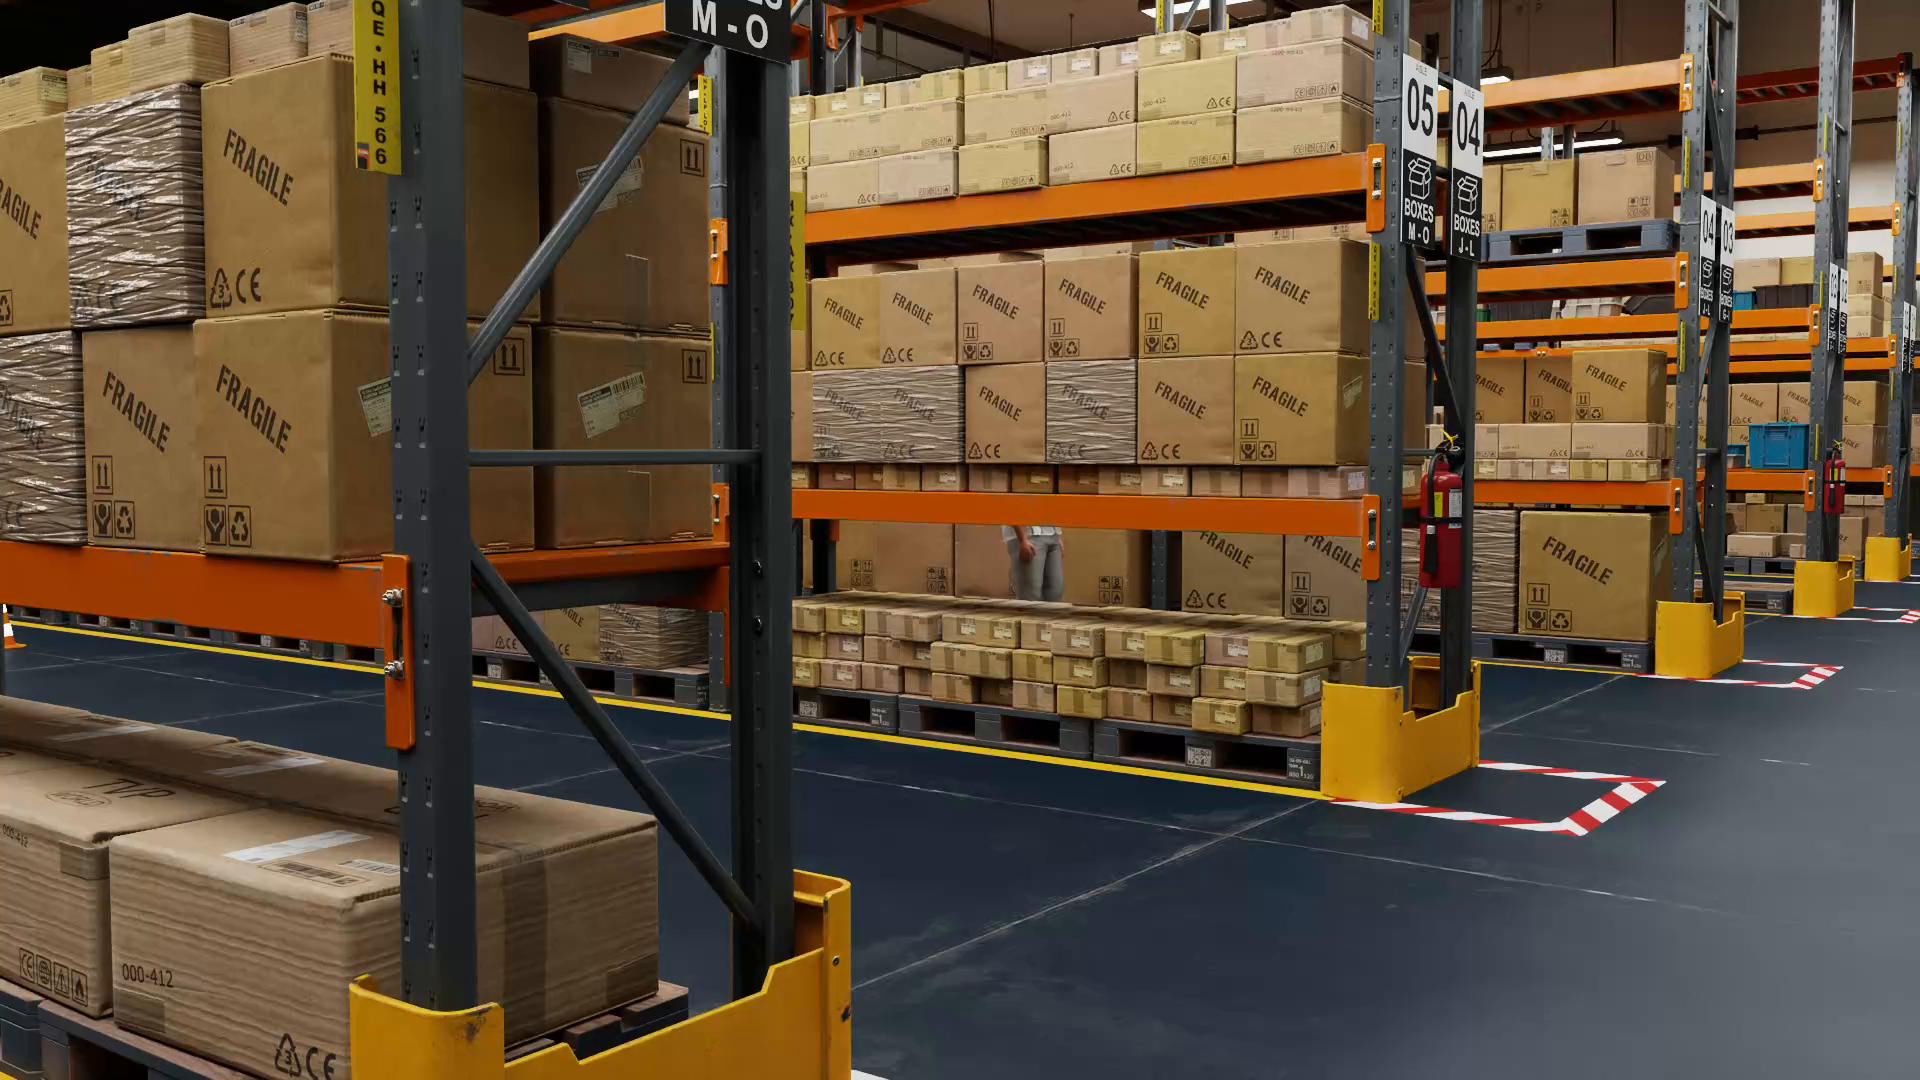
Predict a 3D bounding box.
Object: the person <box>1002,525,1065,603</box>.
[{"bbox_3d":[0.536,0.005,11.731,0.435,1.748,0.606,2,4,33],"label":"person"}]
